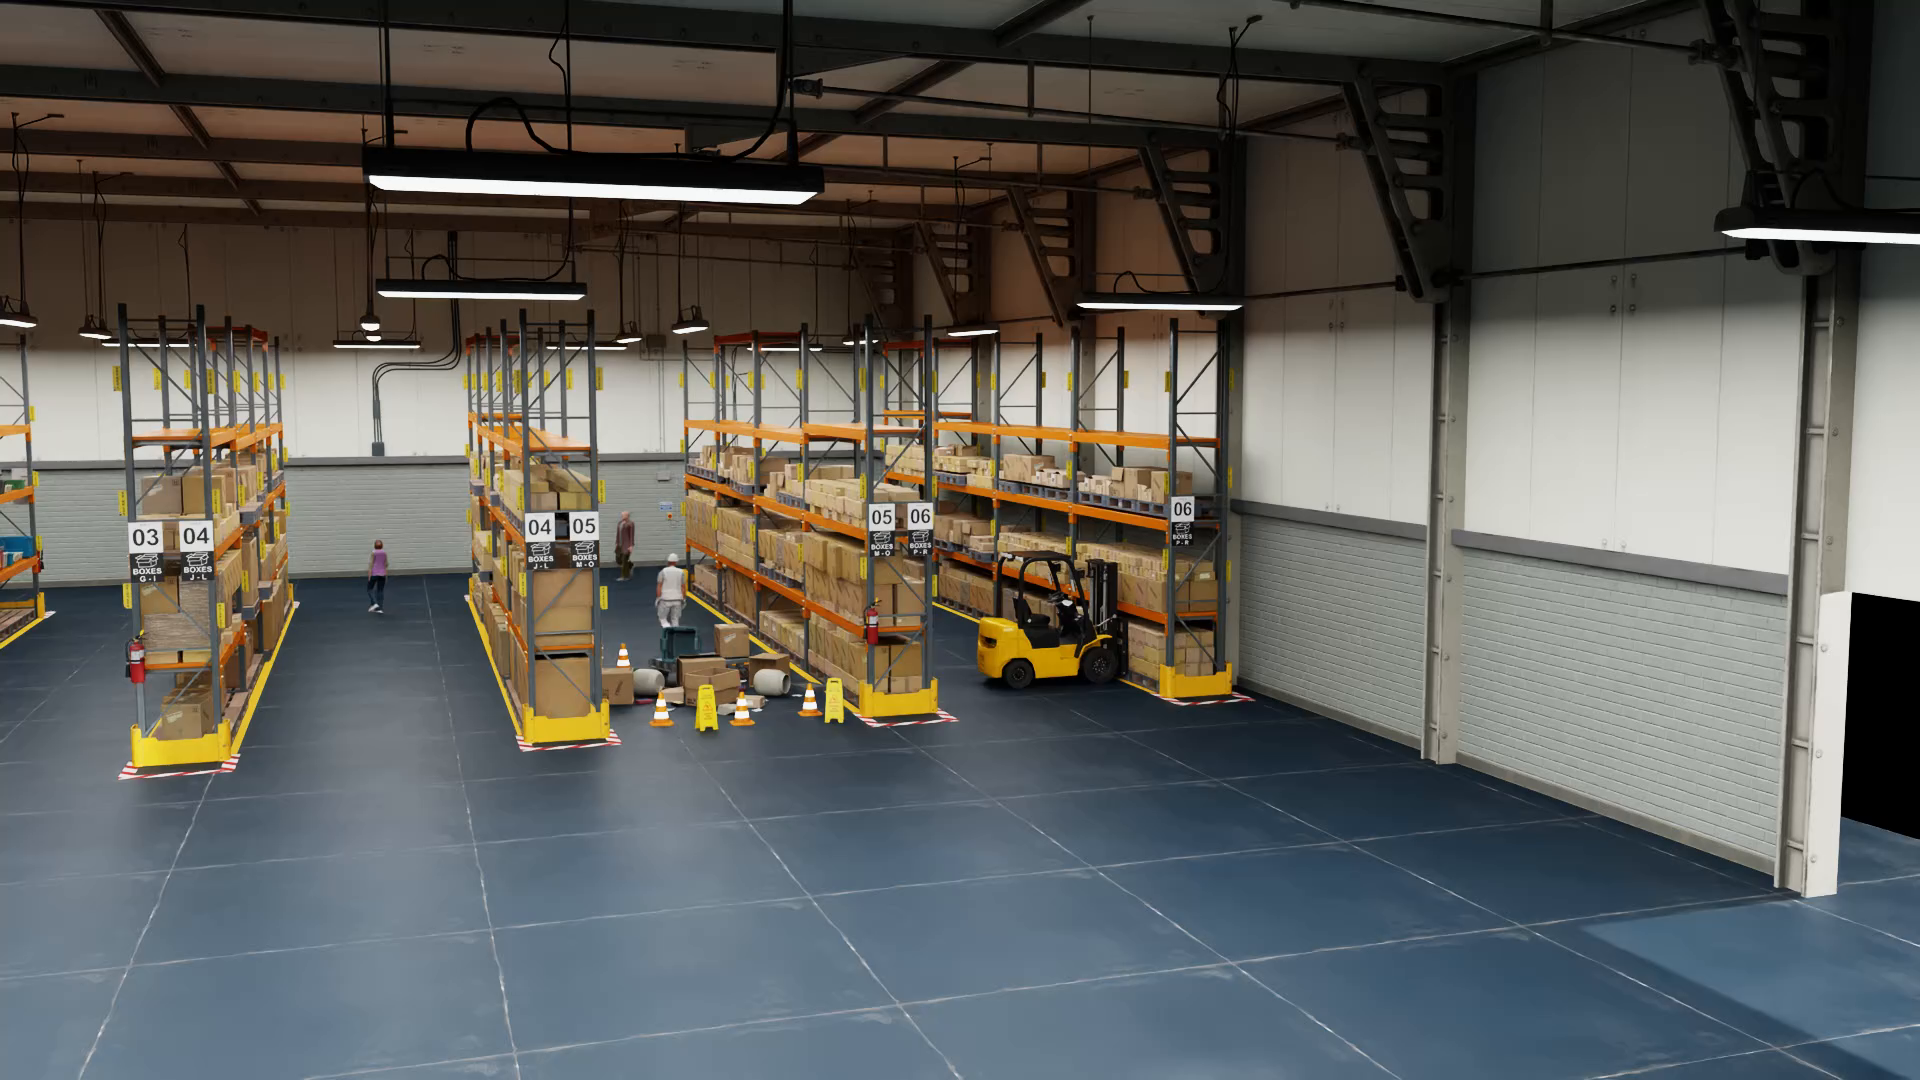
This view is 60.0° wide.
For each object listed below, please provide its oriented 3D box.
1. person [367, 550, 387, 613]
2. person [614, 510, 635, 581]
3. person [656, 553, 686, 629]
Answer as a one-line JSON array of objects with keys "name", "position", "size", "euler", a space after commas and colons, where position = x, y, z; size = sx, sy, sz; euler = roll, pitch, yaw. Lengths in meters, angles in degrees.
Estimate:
[{"name": "person", "position": [-12.619, 0.896, 36.021], "size": [0.433, 1.375, 0.384], "euler": [-4, 7, -36]}, {"name": "person", "position": [-8.447, 0.134, 41.966], "size": [0.616, 1.765, 0.679], "euler": [4, 7, 36]}, {"name": "person", "position": [-5.422, 1.142, 31.243], "size": [0.582, 1.782, 0.434], "euler": [-2, 6, -23]}]
